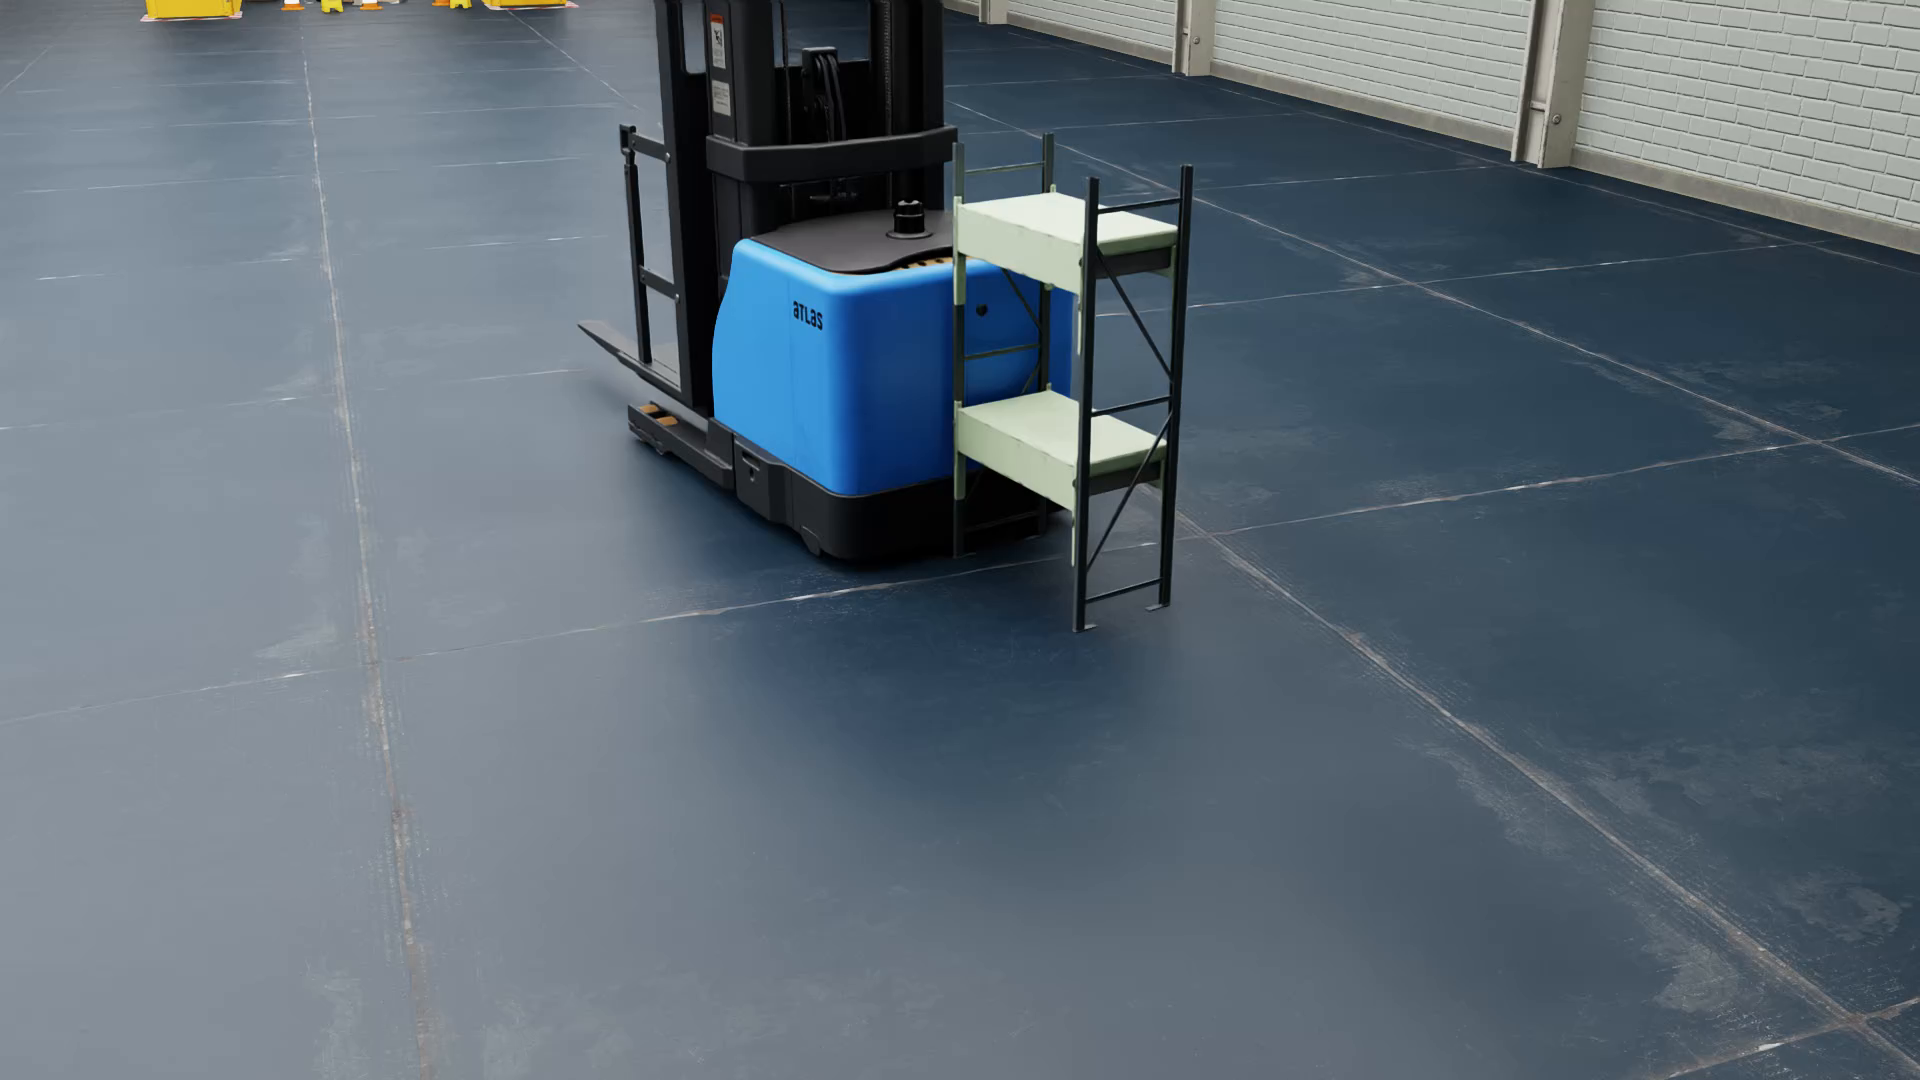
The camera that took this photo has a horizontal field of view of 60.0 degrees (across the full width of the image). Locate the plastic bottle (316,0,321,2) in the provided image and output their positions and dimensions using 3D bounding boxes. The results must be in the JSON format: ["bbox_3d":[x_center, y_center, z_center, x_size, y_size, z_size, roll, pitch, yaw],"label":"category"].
[{"bbox_3d":[-10.373,-8.782,27.007,0.133,0.061,0.283,-18,29,-37],"label":"plastic bottle"}]

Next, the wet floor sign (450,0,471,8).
[{"bbox_3d":[-7.805,-8.629,25.893,0.267,0.644,0.232,0,23,-1],"label":"wet floor sign"}]

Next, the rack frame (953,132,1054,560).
[{"bbox_3d":[0.149,-0.663,5.893,0.400,1.500,0.023,-14,27,-30],"label":"rack frame"}]

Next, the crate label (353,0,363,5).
[{"bbox_3d":[-9.484,-8.591,26.457,0.298,0.136,0.250,18,29,36],"label":"crate label"}]

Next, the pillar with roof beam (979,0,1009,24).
[{"bbox_3d":[-3.540,-10.983,20.721,9.100,9.000,0.400,-8,24,-19],"label":"pillar with roof beam"}]

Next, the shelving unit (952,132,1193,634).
[{"bbox_3d":[0.348,-0.544,5.610,0.431,1.500,0.755,-14,27,-30],"label":"shelving unit"}]

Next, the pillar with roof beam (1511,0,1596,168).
[{"bbox_3d":[0.700,-6.622,10.376,9.100,9.000,0.400,-8,24,-19],"label":"pillar with roof beam"}]

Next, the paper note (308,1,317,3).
[{"bbox_3d":[-10.417,-8.633,26.694,0.144,0.017,0.142,0,23,-1],"label":"paper note"}]

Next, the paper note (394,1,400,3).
[{"bbox_3d":[-9.067,-8.632,26.691,0.148,0.019,0.142,-18,29,-37],"label":"paper note"}]

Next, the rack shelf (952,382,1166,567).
[{"bbox_3d":[0.348,-0.244,5.737,0.431,0.370,0.720,-14,27,-30],"label":"rack shelf"}]

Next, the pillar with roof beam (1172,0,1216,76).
[{"bbox_3d":[-1.420,-8.803,15.549,9.100,9.000,0.400,-8,24,-19],"label":"pillar with roof beam"}]

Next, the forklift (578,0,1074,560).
[{"bbox_3d":[-0.791,-1.802,6.752,1.130,2.935,3.031,-14,27,-30],"label":"forklift"}]

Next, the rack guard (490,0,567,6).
[{"bbox_3d":[-6.898,-8.806,26.498,1.175,0.500,0.348,-8,24,-19],"label":"rack guard"}]

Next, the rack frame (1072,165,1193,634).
[{"bbox_3d":[0.547,-0.425,5.327,0.400,1.500,0.023,-14,27,-30],"label":"rack frame"}]

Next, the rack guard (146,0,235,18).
[{"bbox_3d":[-11.458,-8.053,24.714,1.175,0.500,0.348,-8,24,-19],"label":"rack guard"}]

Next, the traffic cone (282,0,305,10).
[{"bbox_3d":[-10.326,-8.433,25.662,0.336,0.463,0.334,-8,24,-19],"label":"traffic cone"}]

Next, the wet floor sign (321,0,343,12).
[{"bbox_3d":[-9.604,-8.390,25.326,0.267,0.644,0.232,-13,26,-28],"label":"wet floor sign"}]

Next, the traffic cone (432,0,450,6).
[{"bbox_3d":[-8.230,-8.740,26.391,0.336,0.463,0.334,-8,24,-19],"label":"traffic cone"}]

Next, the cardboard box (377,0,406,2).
[{"bbox_3d":[-9.224,-8.815,26.973,0.380,0.149,0.250,4,23,9],"label":"cardboard box"}]

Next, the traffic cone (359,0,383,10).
[{"bbox_3d":[-9.148,-8.464,25.736,0.336,0.463,0.334,-8,24,-19],"label":"traffic cone"}]

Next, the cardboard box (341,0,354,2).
[{"bbox_3d":[-9.860,-9.070,27.122,0.637,0.503,0.797,12,26,27],"label":"cardboard box"}]

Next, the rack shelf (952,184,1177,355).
[{"bbox_3d":[0.348,-0.904,5.458,0.431,0.370,0.720,-14,27,-30],"label":"rack shelf"}]
